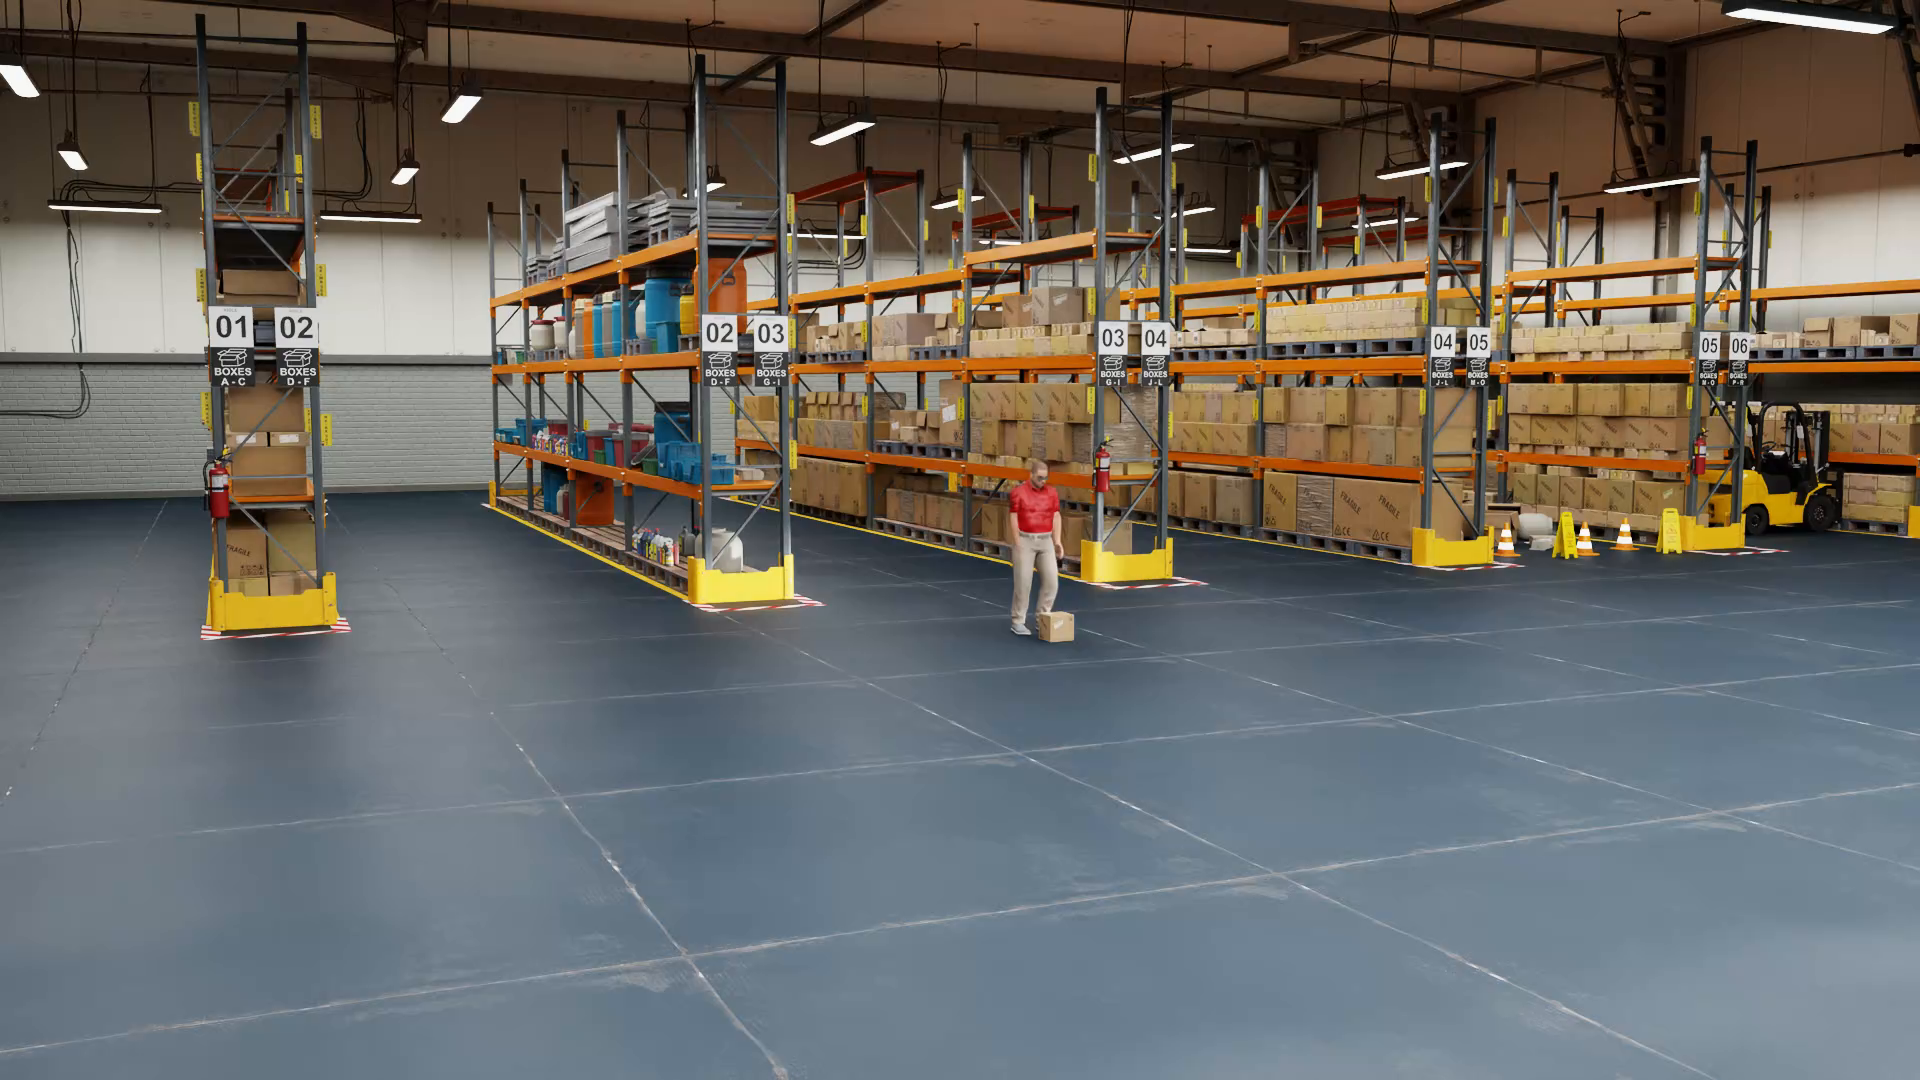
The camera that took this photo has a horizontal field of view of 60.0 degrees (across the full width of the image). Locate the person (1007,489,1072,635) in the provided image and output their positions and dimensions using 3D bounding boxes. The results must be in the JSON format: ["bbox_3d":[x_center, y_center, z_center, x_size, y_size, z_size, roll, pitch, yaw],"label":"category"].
[{"bbox_3d":[0.775,0.208,16.273,0.589,1.431,0.687,-2,6,-23],"label":"person"}]
